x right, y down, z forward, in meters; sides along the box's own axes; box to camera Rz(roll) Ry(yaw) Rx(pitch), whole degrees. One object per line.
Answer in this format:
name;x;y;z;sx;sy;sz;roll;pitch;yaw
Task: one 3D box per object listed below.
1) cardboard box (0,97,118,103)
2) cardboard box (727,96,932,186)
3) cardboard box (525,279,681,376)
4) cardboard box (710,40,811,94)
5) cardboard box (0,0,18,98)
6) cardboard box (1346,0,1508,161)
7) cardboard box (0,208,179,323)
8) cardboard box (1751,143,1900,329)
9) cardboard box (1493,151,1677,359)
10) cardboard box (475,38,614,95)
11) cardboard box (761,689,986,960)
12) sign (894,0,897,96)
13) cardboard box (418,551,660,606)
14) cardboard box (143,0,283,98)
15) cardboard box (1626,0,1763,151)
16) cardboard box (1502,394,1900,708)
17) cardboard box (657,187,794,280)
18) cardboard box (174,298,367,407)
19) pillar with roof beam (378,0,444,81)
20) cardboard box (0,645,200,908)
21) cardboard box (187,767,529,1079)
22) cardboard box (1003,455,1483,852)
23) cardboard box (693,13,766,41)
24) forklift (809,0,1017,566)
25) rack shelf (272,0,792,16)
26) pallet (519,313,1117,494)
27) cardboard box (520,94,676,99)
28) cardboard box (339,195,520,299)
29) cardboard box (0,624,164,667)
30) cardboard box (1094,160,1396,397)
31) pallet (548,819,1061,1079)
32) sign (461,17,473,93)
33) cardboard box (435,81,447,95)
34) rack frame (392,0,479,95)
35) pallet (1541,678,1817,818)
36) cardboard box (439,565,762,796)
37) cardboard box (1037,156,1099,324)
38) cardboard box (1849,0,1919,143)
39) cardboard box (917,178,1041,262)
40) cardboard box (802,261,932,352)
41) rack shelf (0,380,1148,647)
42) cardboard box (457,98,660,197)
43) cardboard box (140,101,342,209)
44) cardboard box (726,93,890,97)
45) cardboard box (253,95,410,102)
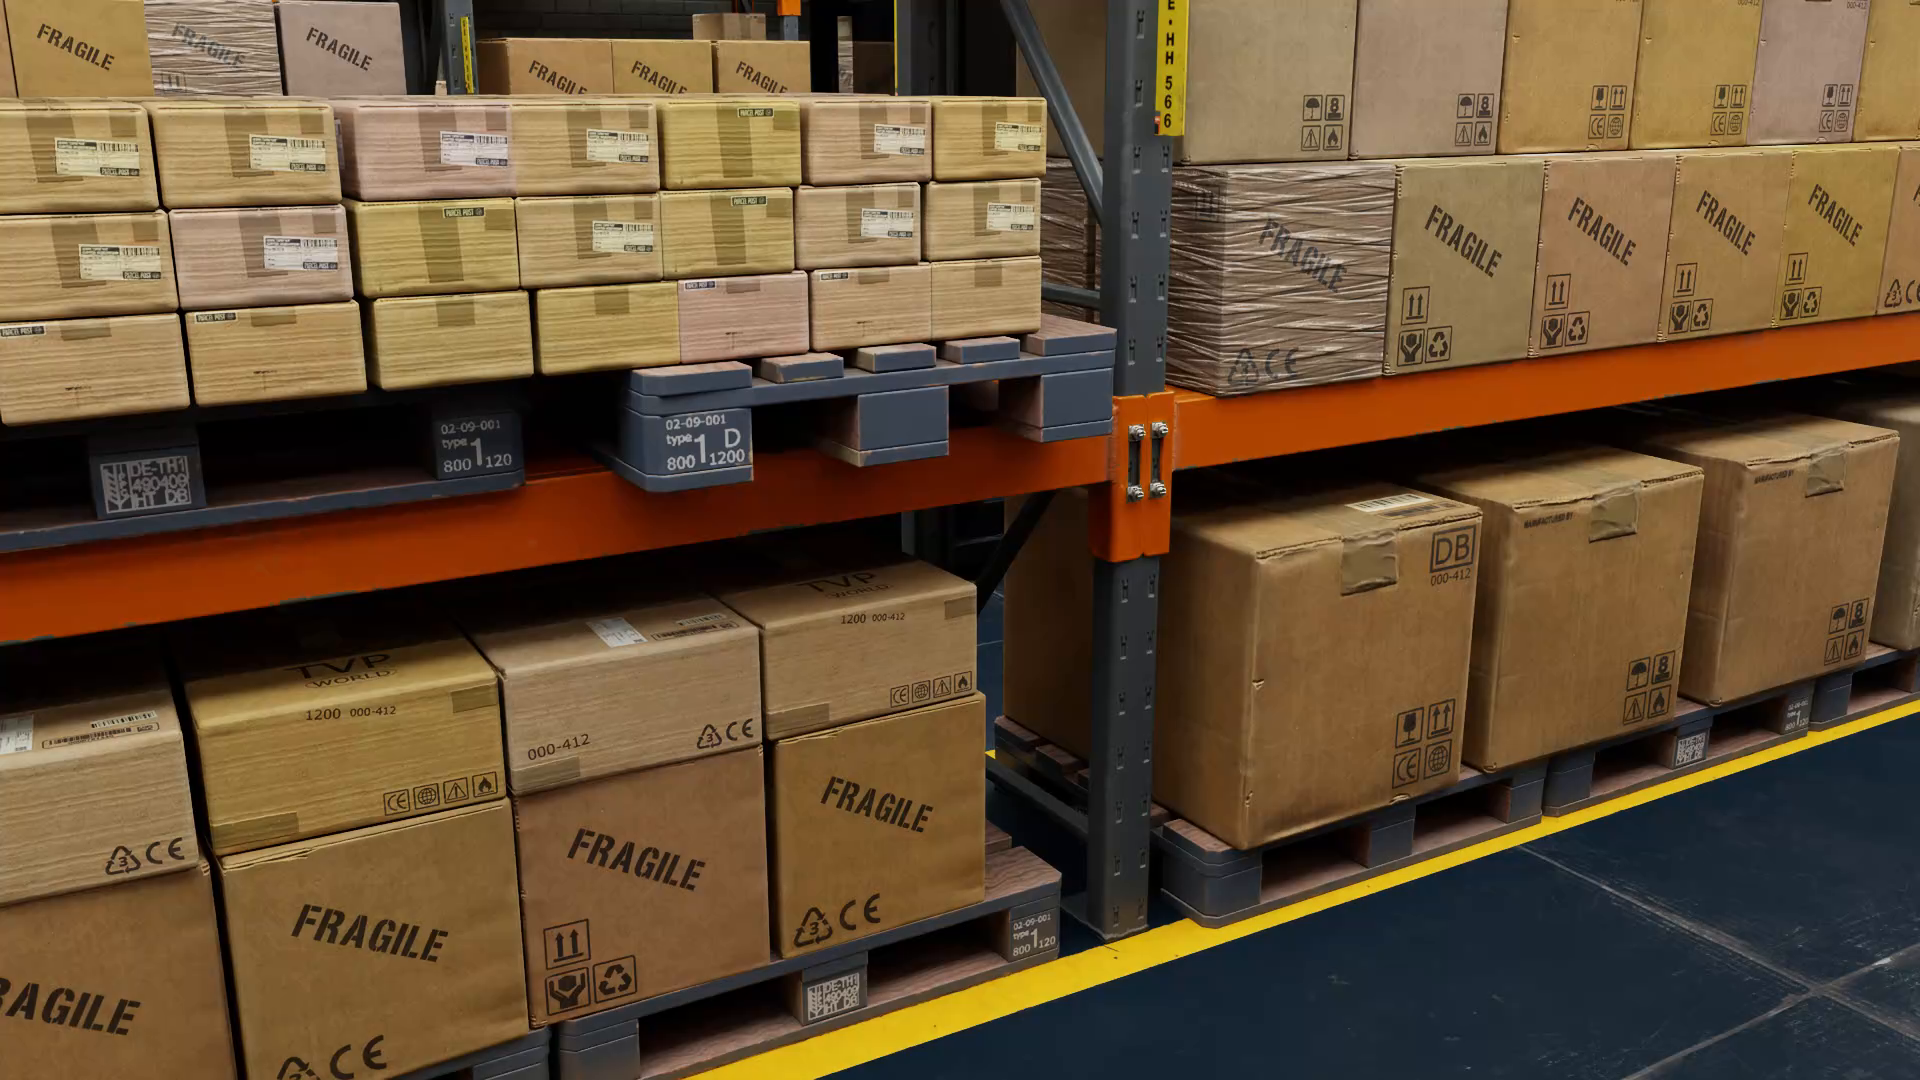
cardboard box;-1.692;-0.735;3.058;0.250;0.149;0.380;-10;18;-30
cardboard box;-0.255;-0.762;3.157;0.250;0.149;0.380;-9;18;-30
cardboard box;-0.690;-0.406;2.987;0.250;0.149;0.380;-9;18;-30
cardboard box;-1.091;-2.286;8.495;0.500;0.500;0.500;-9;18;-29
cardboard box;-4.101;-1.922;6.672;0.500;0.500;0.500;-10;18;-31
cardboard box;0.968;-1.263;4.322;0.500;0.500;0.700;-10;18;-31
cardboard box;-1.369;-0.438;2.551;0.250;0.149;0.380;-10;18;-31
cardboard box;2.398;-0.932;4.994;0.500;0.500;0.500;-9;18;-29
cardboard box;1.536;-0.793;4.495;0.500;0.500;0.500;-9;18;-30
cardboard box;-1.986;-2.137;7.961;0.500;0.500;0.500;-10;18;-31
cardboard box;-0.284;0.550;3.743;0.500;0.500;0.500;-9;18;-30
sign;-0.143;-1.289;4.304;0.005;0.325;0.100;-9;18;-30
cardboard box;-1.005;0.148;3.790;0.500;0.250;0.500;-9;18;-30
cardboard box;-3.235;-2.058;7.158;0.500;0.500;0.500;-9;18;-29
cardboard box;1.845;-1.406;4.832;0.500;0.500;0.700;-9;18;-30
cardboard box;2.260;-0.038;5.377;0.750;0.750;1.050;-9;18;-30
cardboard box;-0.496;-0.579;3.054;0.250;0.149;0.380;-9;18;-28
cardboard box;-1.143;-0.332;2.726;0.250;0.149;0.380;-9;18;-28
pillar with roof beam;-2.180;-5.165;9.162;0.400;9.000;9.100;-9;18;-30
cardboard box;-1.619;0.407;2.864;0.500;0.250;0.500;-8;18;-28
cardboard box;-1.176;0.699;3.213;0.500;0.500;0.500;-10;19;-32
cardboard box;0.714;0.214;4.479;0.750;0.750;1.050;-9;18;-30
cardboard box;-1.233;-2.733;8.886;0.250;0.149;0.380;-10;19;-32
forklift;-0.546;-1.327;6.713;3.031;2.935;1.130;-9;18;-29
rack shelf;-3.336;-4.258;12.819;4.000;0.370;1.077;-9;18;-30
pallet;-0.411;-0.387;3.589;1.003;0.211;1.213;-9;18;-30
cardboard box;-0.792;-0.880;3.578;0.250;0.149;0.380;-9;18;-30
cardboard box;-0.925;-0.510;2.809;0.250;0.149;0.380;-9;18;-30
cardboard box;-1.882;0.286;3.296;0.500;0.250;0.500;-10;19;-32
cardboard box;0.669;-0.651;3.990;0.500;0.500;0.500;-9;18;-29
pallet;-0.525;0.848;3.994;1.213;0.211;1.003;-9;18;-30
sign;-2.202;-2.164;7.427;0.005;0.325;0.100;-9;18;-30
cardboard box;-3.972;-3.337;12.371;0.250;0.149;0.380;-9;18;-29
rack frame;-2.490;-1.734;8.040;0.127;3.000;1.000;-9;18;-30
pallet;1.905;0.479;5.310;1.213;0.211;1.003;-9;18;-30
cardboard box;-0.733;0.266;3.369;0.500;0.250;0.500;-9;18;-29
cardboard box;0.393;-0.776;4.436;0.500;0.500;0.500;-9;18;-30
cardboard box;2.712;-1.546;5.331;0.500;0.500;0.700;-10;18;-31
cardboard box;-0.044;-0.654;3.320;0.250;0.149;0.380;-9;18;-29
cardboard box;-0.254;-0.475;3.236;0.250;0.149;0.380;-9;18;-30
rack shelf;-1.569;0.021;3.109;4.000;0.370;1.077;-9;18;-30
cardboard box;-0.707;-0.688;2.892;0.250;0.149;0.380;-9;18;-28
cardboard box;-1.148;-0.617;2.640;0.250;0.149;0.380;-8;18;-27
cardboard box;-0.354;-0.951;3.830;0.250;0.149;0.380;-9;18;-30
cardboard box;-1.250;-0.806;3.312;0.250;0.149;0.380;-8;18;-27
